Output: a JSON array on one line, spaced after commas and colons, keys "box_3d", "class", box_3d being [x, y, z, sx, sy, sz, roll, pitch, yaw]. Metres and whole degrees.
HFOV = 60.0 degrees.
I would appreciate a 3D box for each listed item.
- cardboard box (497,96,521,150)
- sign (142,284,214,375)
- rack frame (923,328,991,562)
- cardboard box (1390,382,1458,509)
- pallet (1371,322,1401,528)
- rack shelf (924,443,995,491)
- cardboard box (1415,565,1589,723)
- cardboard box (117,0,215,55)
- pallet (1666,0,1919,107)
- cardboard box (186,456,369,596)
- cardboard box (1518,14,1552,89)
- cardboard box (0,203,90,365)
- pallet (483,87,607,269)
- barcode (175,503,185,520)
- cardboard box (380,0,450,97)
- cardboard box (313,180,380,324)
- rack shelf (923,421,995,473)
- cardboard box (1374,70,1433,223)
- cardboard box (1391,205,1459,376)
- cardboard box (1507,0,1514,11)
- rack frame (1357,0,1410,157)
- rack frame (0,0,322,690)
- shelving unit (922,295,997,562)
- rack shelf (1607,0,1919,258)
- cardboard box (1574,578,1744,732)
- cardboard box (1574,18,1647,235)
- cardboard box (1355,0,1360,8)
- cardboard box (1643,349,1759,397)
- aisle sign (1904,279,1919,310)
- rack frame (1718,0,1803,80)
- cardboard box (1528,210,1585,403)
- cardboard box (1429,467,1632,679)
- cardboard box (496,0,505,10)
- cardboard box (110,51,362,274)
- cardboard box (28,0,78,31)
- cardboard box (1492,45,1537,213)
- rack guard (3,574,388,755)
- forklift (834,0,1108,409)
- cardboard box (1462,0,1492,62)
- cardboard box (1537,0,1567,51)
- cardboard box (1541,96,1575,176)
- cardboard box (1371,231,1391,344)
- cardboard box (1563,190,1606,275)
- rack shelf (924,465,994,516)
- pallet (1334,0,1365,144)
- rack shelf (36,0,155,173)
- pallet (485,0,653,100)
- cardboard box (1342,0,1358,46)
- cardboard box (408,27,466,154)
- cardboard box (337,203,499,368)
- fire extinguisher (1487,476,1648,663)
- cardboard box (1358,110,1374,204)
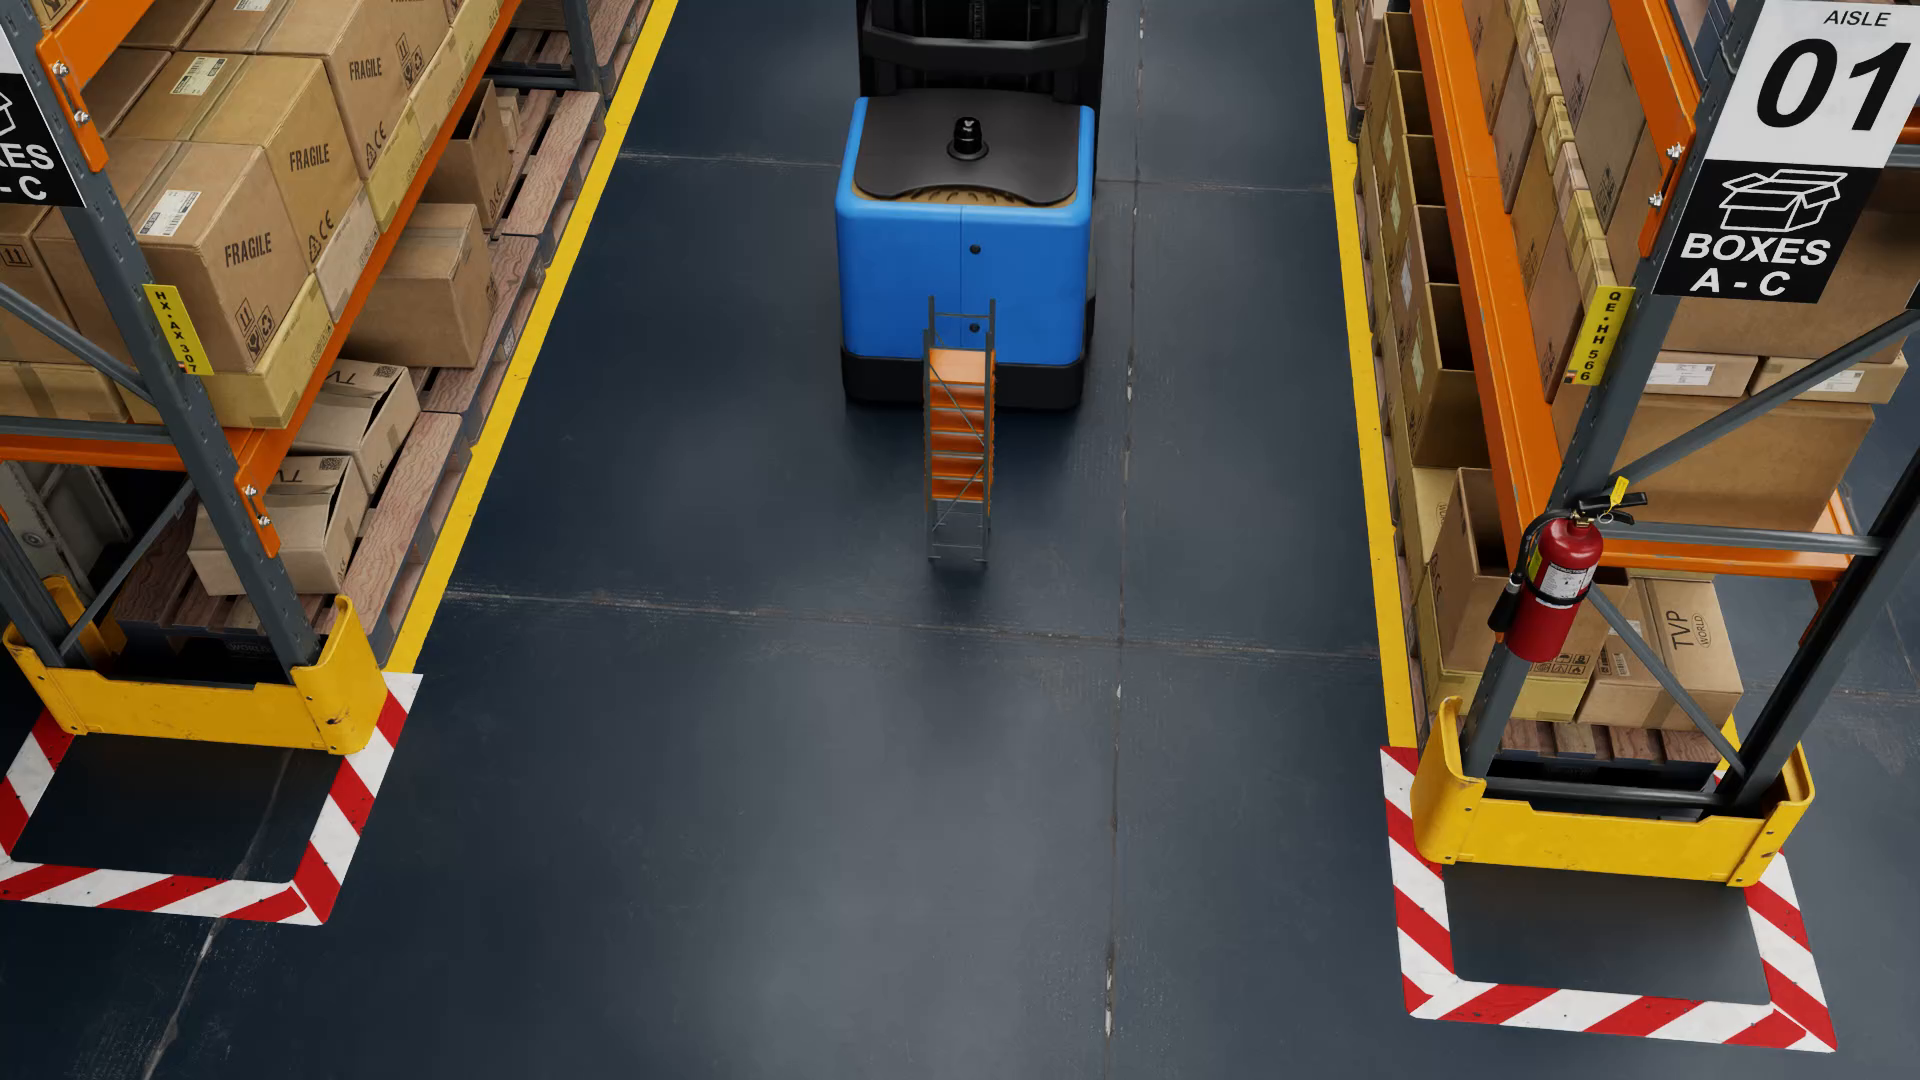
[{"box_3d": [-2.404, -2.072, 8.260, 0.380, 0.166, 0.250, -2, 48, -2], "class": "cardboard box"}, {"box_3d": [-2.209, -0.591, 4.697, 0.100, 0.325, 0.005, 4, 48, 4], "class": "sign"}, {"box_3d": [-0.010, -0.327, 6.262, 0.240, 1.200, 0.006, 4, 48, 4], "class": "rack frame"}, {"box_3d": [2.016, -0.368, 6.659, 0.500, 0.250, 0.500, 4, 48, 4], "class": "cardboard box"}, {"box_3d": [2.326, -0.522, 7.111, 1.003, 0.211, 1.213, 4, 48, 4], "class": "pallet"}, {"box_3d": [-0.001, -0.283, 6.445, 0.258, 0.103, 0.180, 4, 48, 4], "class": "rack shelf"}, {"box_3d": [1.939, 0.368, 5.986, 0.500, 0.250, 0.500, 4, 48, 4], "class": "cardboard box"}, {"box_3d": [-2.820, -1.654, 5.836, 0.500, 0.500, 0.500, 3, 48, 2], "class": "cardboard box"}, {"box_3d": [2.274, -1.505, 4.147, 1.003, 0.211, 1.213, 4, 48, 4], "class": "pallet"}, {"box_3d": [-2.597, -0.078, 6.339, 0.500, 0.311, 0.500, -1, 48, -1], "class": "cardboard box"}, {"box_3d": [2.168, -1.691, 5.782, 0.380, 0.149, 0.250, 3, 48, 3], "class": "cardboard box"}, {"box_3d": [-2.918, -0.905, 5.151, 0.500, 0.500, 0.500, 3, 48, 3], "class": "cardboard box"}, {"box_3d": [-2.411, -1.837, 8.313, 1.003, 0.211, 1.213, 4, 48, 4], "class": "pallet"}, {"box_3d": [-2.993, -0.122, 6.372, 0.001, 0.075, 0.075, 4, 48, 4], "class": "barcode"}, {"box_3d": [-2.263, -1.997, 6.149, 0.500, 0.500, 0.500, 5, 48, 5], "class": "cardboard box"}, {"box_3d": [-2.356, -1.011, 5.756, 0.500, 0.250, 0.500, 3, 48, 2], "class": "cardboard box"}, {"box_3d": [-0.001, -0.364, 6.356, 0.258, 0.103, 0.180, 4, 48, 4], "class": "rack shelf"}, {"box_3d": [2.157, -1.723, 7.390, 0.500, 0.500, 0.500, 4, 48, 4], "class": "cardboard box"}, {"box_3d": [2.060, -0.989, 6.718, 0.500, 0.500, 0.500, 4, 48, 4], "class": "cardboard box"}, {"box_3d": [2.218, -2.065, 6.125, 0.380, 0.149, 0.250, 3, 48, 2], "class": "cardboard box"}, {"box_3d": [2.549, -2.944, 7.436, 1.000, 3.000, 0.127, 4, 48, 4], "class": "rack frame"}, {"box_3d": [-2.749, -0.335, 5.050, 1.000, 3.000, 0.127, 4, 48, 4], "class": "rack frame"}, {"box_3d": [-0.001, -0.394, 6.323, 0.258, 1.200, 0.189, 4, 48, 4], "class": "shelving unit"}, {"box_3d": [2.366, -2.244, 5.250, 1.077, 0.370, 4.000, 4, 48, 4], "class": "rack shelf"}, {"box_3d": [2.454, 0.402, 5.954, 0.500, 0.250, 0.500, 4, 48, 4], "class": "cardboard box"}, {"box_3d": [2.287, -1.244, 4.934, 0.700, 0.500, 0.500, 3, 48, 3], "class": "cardboard box"}, {"box_3d": [2.341, -3.047, 8.728, 0.500, 0.311, 0.500, 5, 48, 5], "class": "cardboard box"}, {"box_3d": [2.029, -0.551, 4.740, 0.380, 0.149, 0.250, 3, 48, 3], "class": "cardboard box"}, {"box_3d": [2.483, -0.813, 3.725, 0.394, 0.787, 0.004, 4, 48, 4], "class": "aisle sign"}, {"box_3d": [2.184, -2.029, 2.534, 1.000, 3.000, 0.127, 4, 48, 4], "class": "rack frame"}, {"box_3d": [2.282, -0.767, 5.377, 0.700, 0.500, 0.500, 5, 48, 5], "class": "cardboard box"}, {"box_3d": [1.937, 0.114, 5.709, 0.500, 0.500, 0.500, 4, 48, 4], "class": "cardboard box"}, {"box_3d": [-2.180, -2.497, 7.115, 0.500, 0.250, 0.500, 4, 48, 4], "class": "cardboard box"}, {"box_3d": [-2.352, -1.237, 5.455, 0.500, 0.500, 0.500, 4, 48, 4], "class": "cardboard box"}, {"box_3d": [-2.470, -1.617, 4.108, 0.500, 0.500, 0.500, 5, 48, 5], "class": "cardboard box"}, {"box_3d": [2.378, -1.518, 6.064, 0.700, 0.500, 0.500, 5, 48, 5], "class": "cardboard box"}, {"box_3d": [-2.743, 0.453, 6.023, 1.175, 0.500, 0.348, 4, 48, 4], "class": "rack guard"}, {"box_3d": [0.113, -2.644, 7.208, 1.130, 2.935, 3.031, 3, 48, 3], "class": "forklift"}, {"box_3d": [2.473, -2.263, 6.745, 0.700, 0.500, 0.500, 3, 48, 3], "class": "cardboard box"}, {"box_3d": [2.377, -1.983, 5.610, 0.700, 0.500, 0.500, 4, 48, 4], "class": "cardboard box"}, {"box_3d": [2.123, -1.309, 5.433, 0.380, 0.149, 0.250, 5, 48, 5], "class": "cardboard box"}, {"box_3d": [2.103, -1.103, 7.331, 0.500, 0.250, 0.500, 4, 48, 4], "class": "cardboard box"}, {"box_3d": [2.075, -0.931, 5.088, 0.380, 0.149, 0.250, 3, 48, 3], "class": "cardboard box"}, {"box_3d": [-0.001, -0.202, 6.533, 0.258, 0.103, 0.180, 4, 48, 4], "class": "rack shelf"}, {"box_3d": [2.577, -2.547, 8.962, 1.003, 0.211, 1.213, 4, 48, 4], "class": "pallet"}, {"box_3d": [-2.567, -2.574, 5.552, 1.077, 0.370, 4.000, 4, 48, 4], "class": "rack shelf"}, {"box_3d": [-2.315, -2.906, 9.290, 1.003, 0.211, 1.213, 4, 48, 4], "class": "pallet"}, {"box_3d": [2.346, -2.854, 8.932, 0.500, 0.250, 0.500, 3, 48, 3], "class": "cardboard box"}, {"box_3d": [-2.255, -1.756, 6.438, 0.500, 0.250, 0.500, 4, 48, 4], "class": "cardboard box"}, {"box_3d": [-2.428, -1.097, 7.142, 0.700, 0.500, 0.500, 1, 48, 1], "class": "cardboard box"}, {"box_3d": [1.711, 0.077, 4.725, 0.296, 0.674, 0.183, 4, 48, 4], "class": "fire extinguisher"}, {"box_3d": [2.204, -1.837, 8.002, 0.500, 0.250, 0.500, 4, 48, 4], "class": "cardboard box"}]
